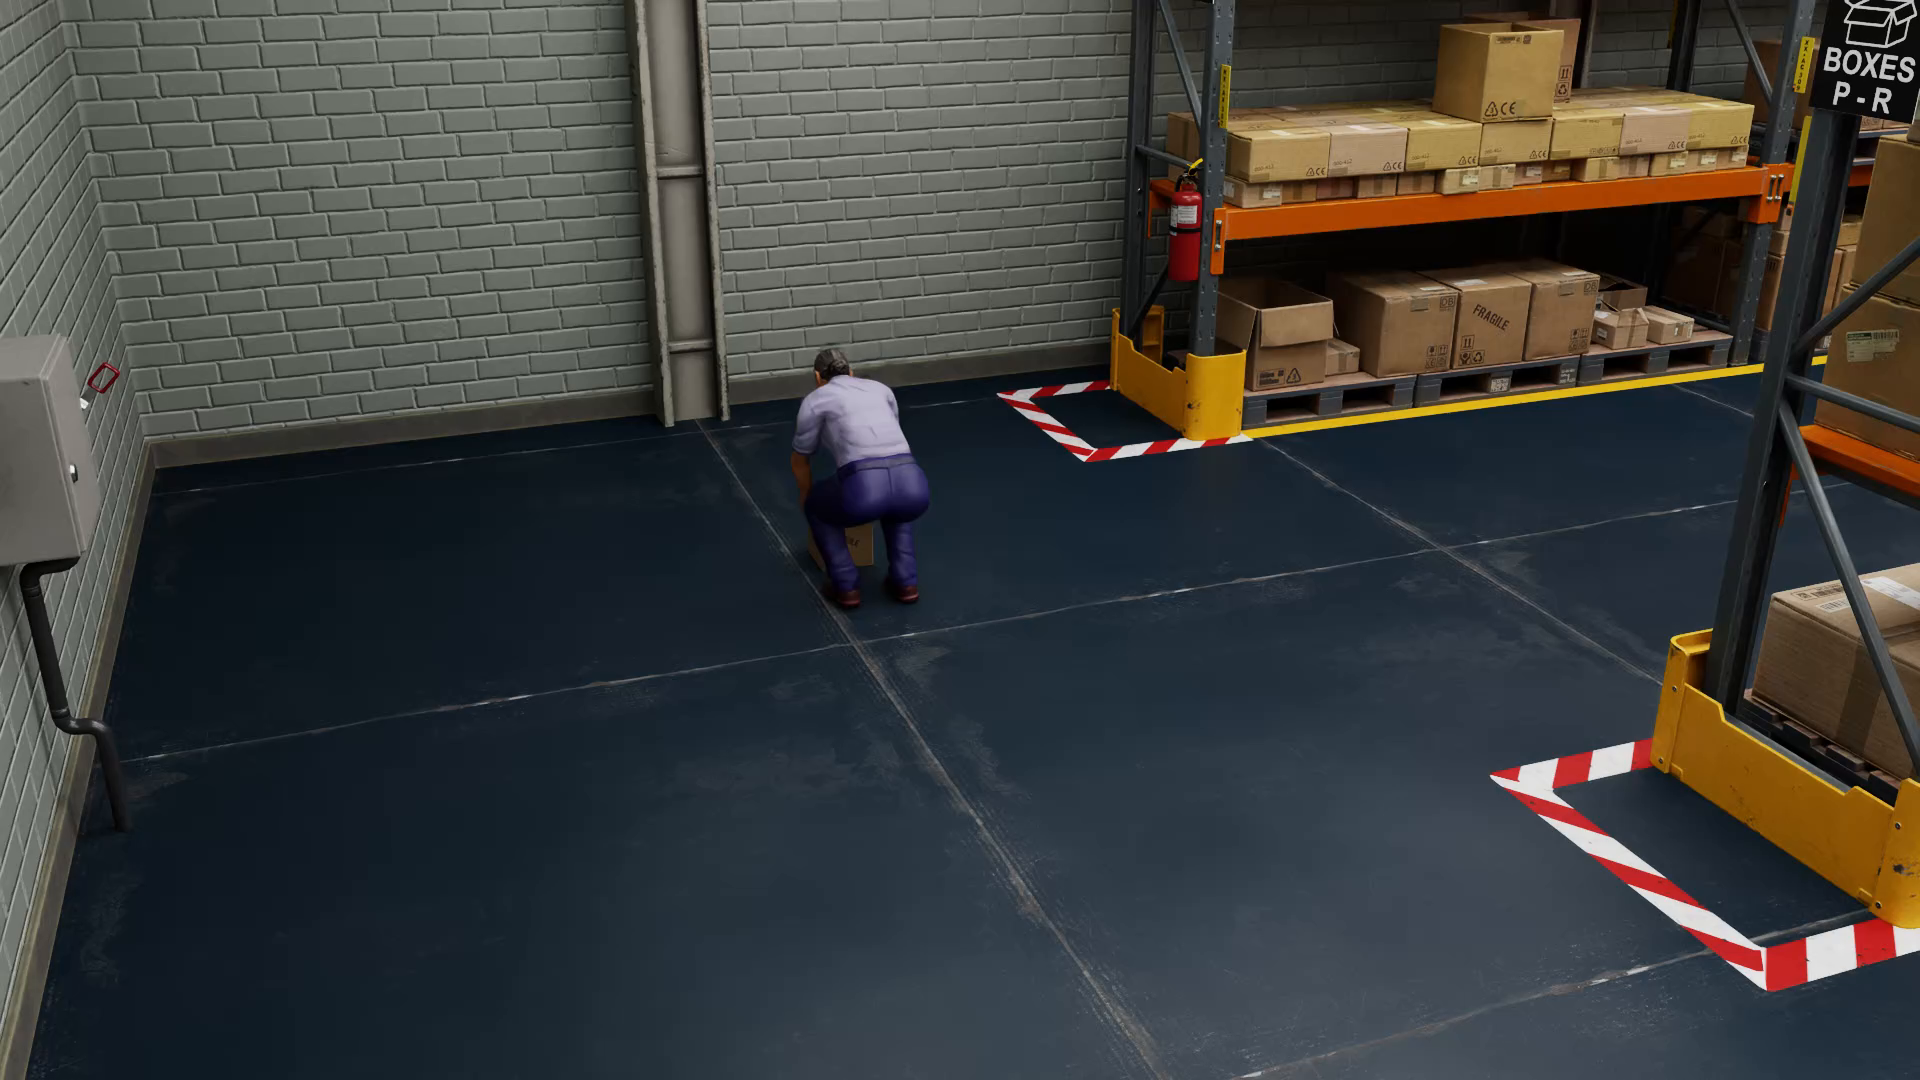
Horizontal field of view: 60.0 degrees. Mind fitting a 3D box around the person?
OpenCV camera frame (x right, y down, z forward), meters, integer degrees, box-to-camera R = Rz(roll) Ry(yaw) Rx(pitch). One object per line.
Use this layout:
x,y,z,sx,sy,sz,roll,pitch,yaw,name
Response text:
-0.453,-0.260,7.471,0.536,1.086,0.778,-8,24,-19,person
